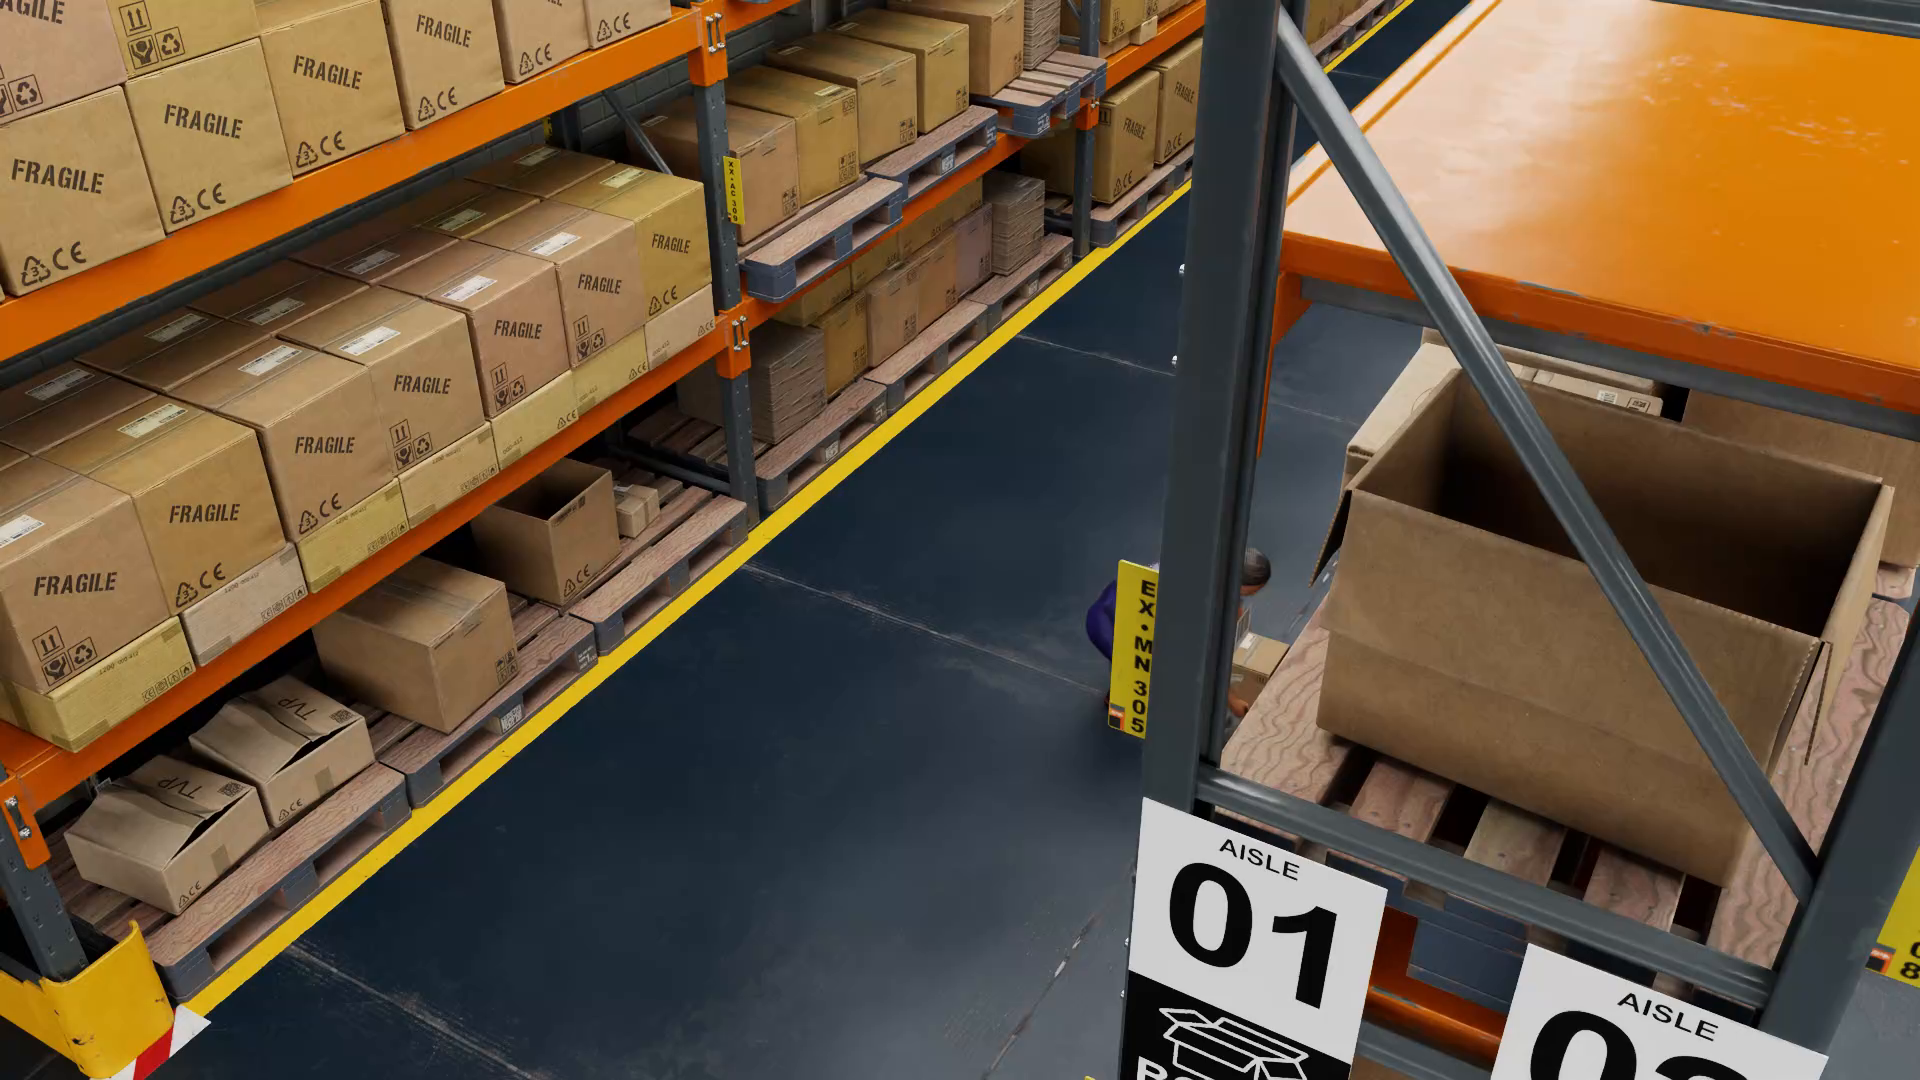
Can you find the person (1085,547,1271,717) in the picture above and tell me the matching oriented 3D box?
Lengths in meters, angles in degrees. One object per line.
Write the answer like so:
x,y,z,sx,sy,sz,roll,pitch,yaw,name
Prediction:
1.005,0.388,7.483,0.854,0.940,0.510,17,38,23,person
